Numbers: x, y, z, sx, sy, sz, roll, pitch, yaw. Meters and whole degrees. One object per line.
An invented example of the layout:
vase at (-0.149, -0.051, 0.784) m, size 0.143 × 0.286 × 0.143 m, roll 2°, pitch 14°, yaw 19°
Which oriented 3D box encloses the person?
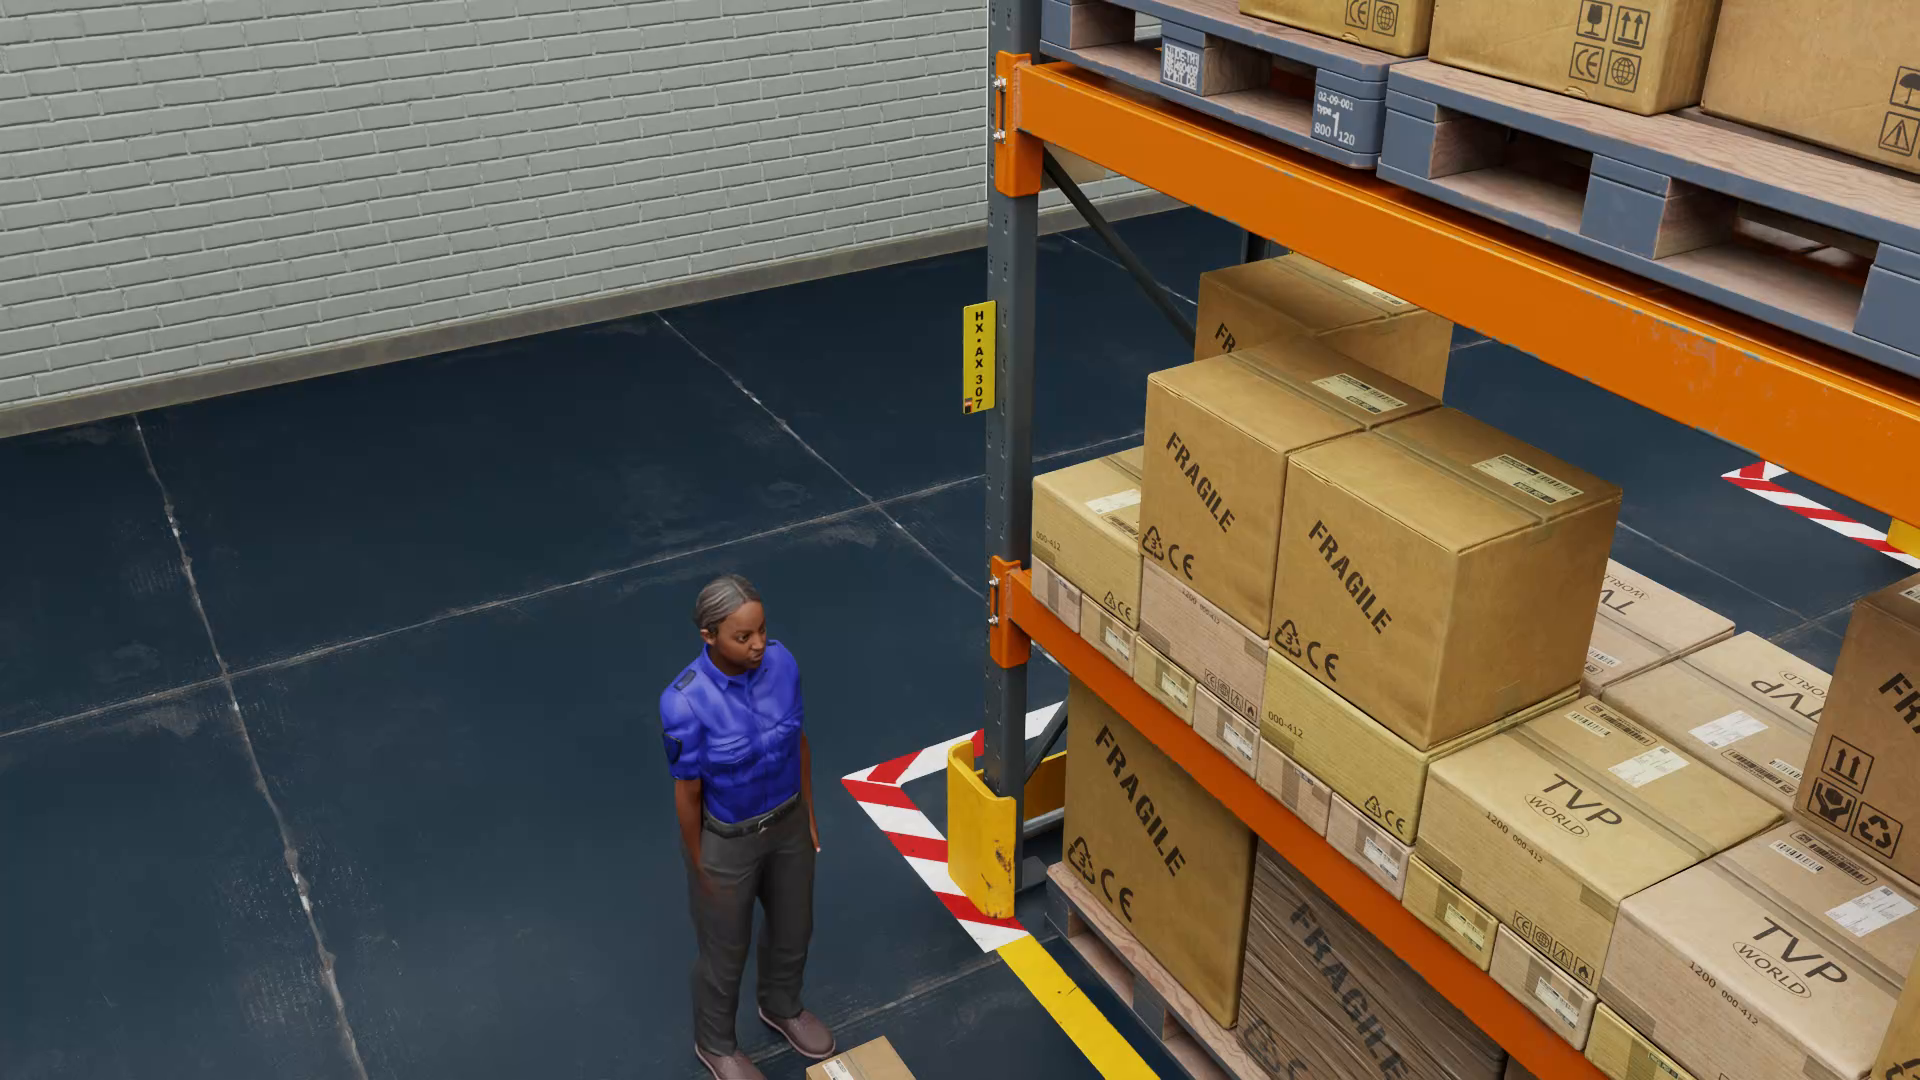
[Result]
person at (-0.582, 0.829, 4.652) m, size 0.438 × 1.661 × 0.307 m, roll -24°, pitch 37°, yaw -36°
